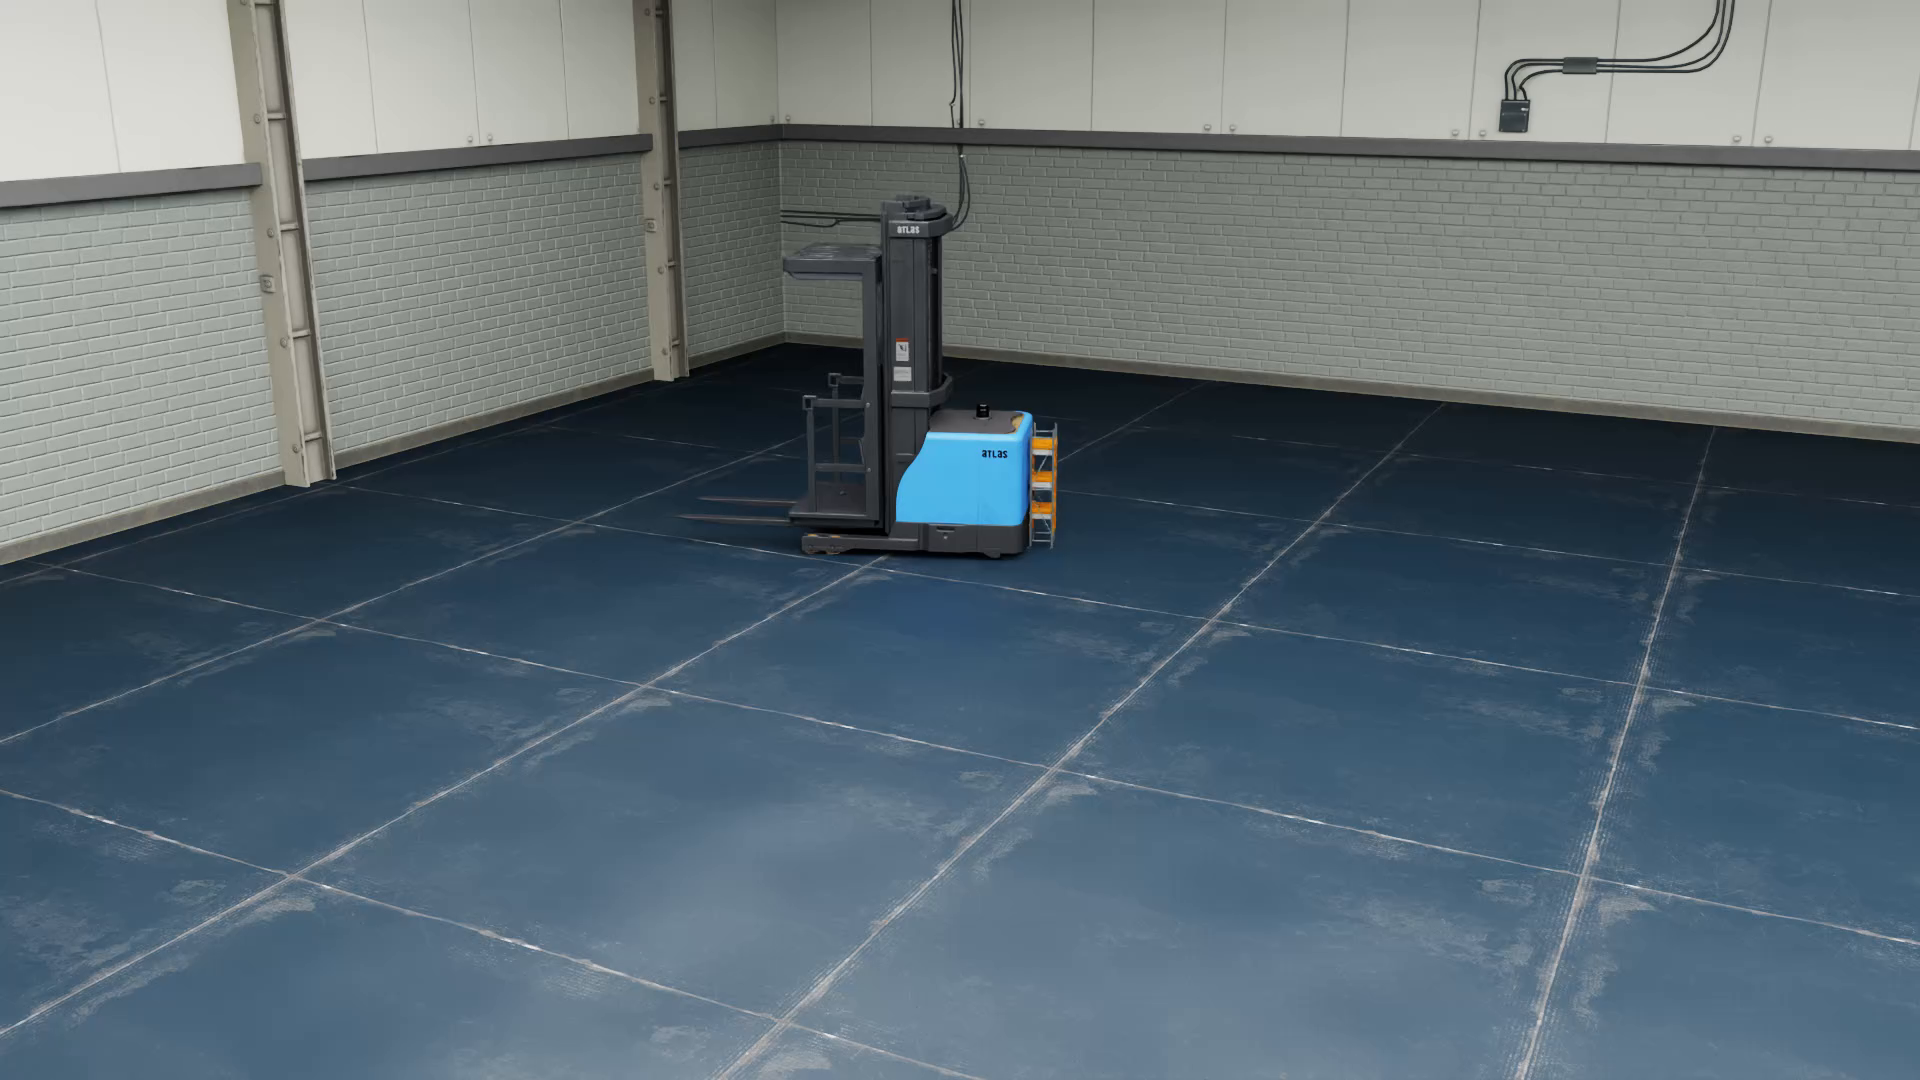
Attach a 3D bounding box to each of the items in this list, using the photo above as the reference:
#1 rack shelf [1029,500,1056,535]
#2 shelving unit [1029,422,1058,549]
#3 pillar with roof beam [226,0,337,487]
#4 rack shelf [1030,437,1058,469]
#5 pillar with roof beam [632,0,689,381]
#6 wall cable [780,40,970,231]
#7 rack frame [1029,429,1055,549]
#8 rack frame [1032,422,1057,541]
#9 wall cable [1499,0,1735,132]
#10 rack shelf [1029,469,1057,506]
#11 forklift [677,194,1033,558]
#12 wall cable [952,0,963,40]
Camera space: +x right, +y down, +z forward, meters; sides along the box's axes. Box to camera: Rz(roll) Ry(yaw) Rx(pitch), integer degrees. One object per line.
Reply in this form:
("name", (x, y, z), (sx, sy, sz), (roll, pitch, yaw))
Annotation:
("rack shelf", (0.712, -0.186, 14.320), (0.215, 0.259, 0.240), (2, 17, 8))
("shelving unit", (0.712, -0.463, 14.237), (0.215, 1.050, 0.252), (2, 17, 8))
("pillar with roof beam", (-2.591, -4.350, 13.366), (9.100, 9.000, 0.400), (8, 18, 25))
("rack shelf", (0.713, -0.724, 14.160), (0.215, 0.259, 0.240), (2, 17, 8))
("pillar with roof beam", (0.090, -5.878, 18.511), (9.100, 9.000, 0.400), (8, 18, 25))
("wall cable", (-1.262, -5.520, 22.757), (3.097, 2.526, 0.112), (8, 18, 25))
("rack frame", (0.695, -0.428, 14.122), (0.200, 1.050, 0.008), (2, 17, 8))
("rack frame", (0.729, -0.497, 14.353), (0.200, 1.050, 0.008), (2, 17, 8))
("wall cable", (7.224, -7.427, 17.751), (2.305, 6.003, 0.169), (8, 18, 25))
("rack shelf", (0.712, -0.452, 14.240), (0.215, 0.259, 0.240), (2, 17, 8))
("forklift", (-0.912, -1.425, 14.174), (3.031, 2.935, 1.130), (2, 17, 8))
("wall cable", (1.158, -7.597, 20.879), (3.097, 2.526, 0.112), (8, 18, 25))
